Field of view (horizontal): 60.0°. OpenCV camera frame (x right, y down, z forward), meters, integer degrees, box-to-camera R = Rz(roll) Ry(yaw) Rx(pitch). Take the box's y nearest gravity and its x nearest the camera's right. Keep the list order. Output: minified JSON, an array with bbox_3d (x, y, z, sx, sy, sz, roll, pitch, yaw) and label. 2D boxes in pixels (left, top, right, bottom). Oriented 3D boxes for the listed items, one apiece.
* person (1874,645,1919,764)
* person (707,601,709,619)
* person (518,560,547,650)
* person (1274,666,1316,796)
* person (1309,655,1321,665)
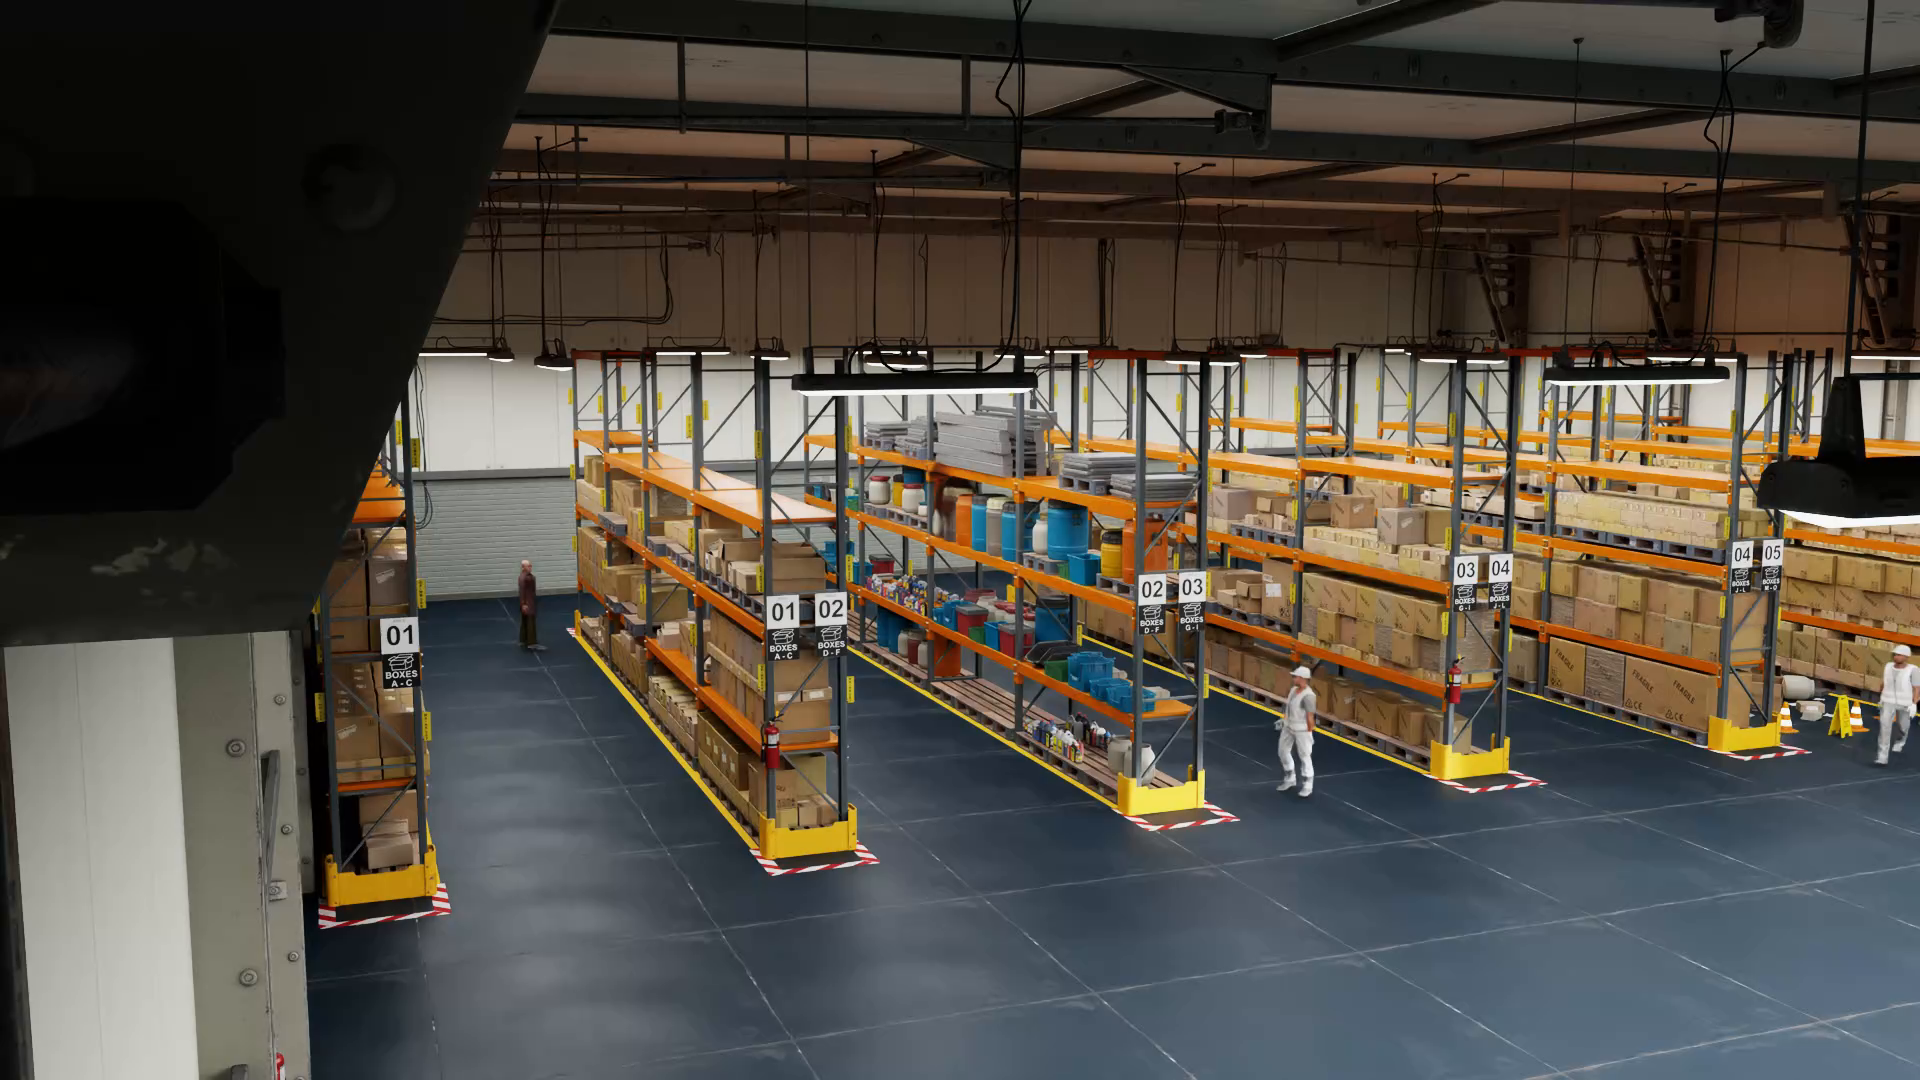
[{"bbox_3d":[13.857,2.409,24.584,0.545,1.756,1.010,3,8,26],"label":"person"},{"bbox_3d":[-5.409,1.151,35.191,0.399,1.718,0.482,2,7,14],"label":"person"},{"bbox_3d":[-8.623,1.292,33.466,0.569,1.800,0.606,-1,7,-9],"label":"person"},{"bbox_3d":[4.600,2.602,22.826,0.385,1.799,0.711,-6,9,-39],"label":"person"},{"bbox_3d":[6.584,1.638,30.819,0.488,1.762,0.608,-1,7,-5],"label":"person"}]
